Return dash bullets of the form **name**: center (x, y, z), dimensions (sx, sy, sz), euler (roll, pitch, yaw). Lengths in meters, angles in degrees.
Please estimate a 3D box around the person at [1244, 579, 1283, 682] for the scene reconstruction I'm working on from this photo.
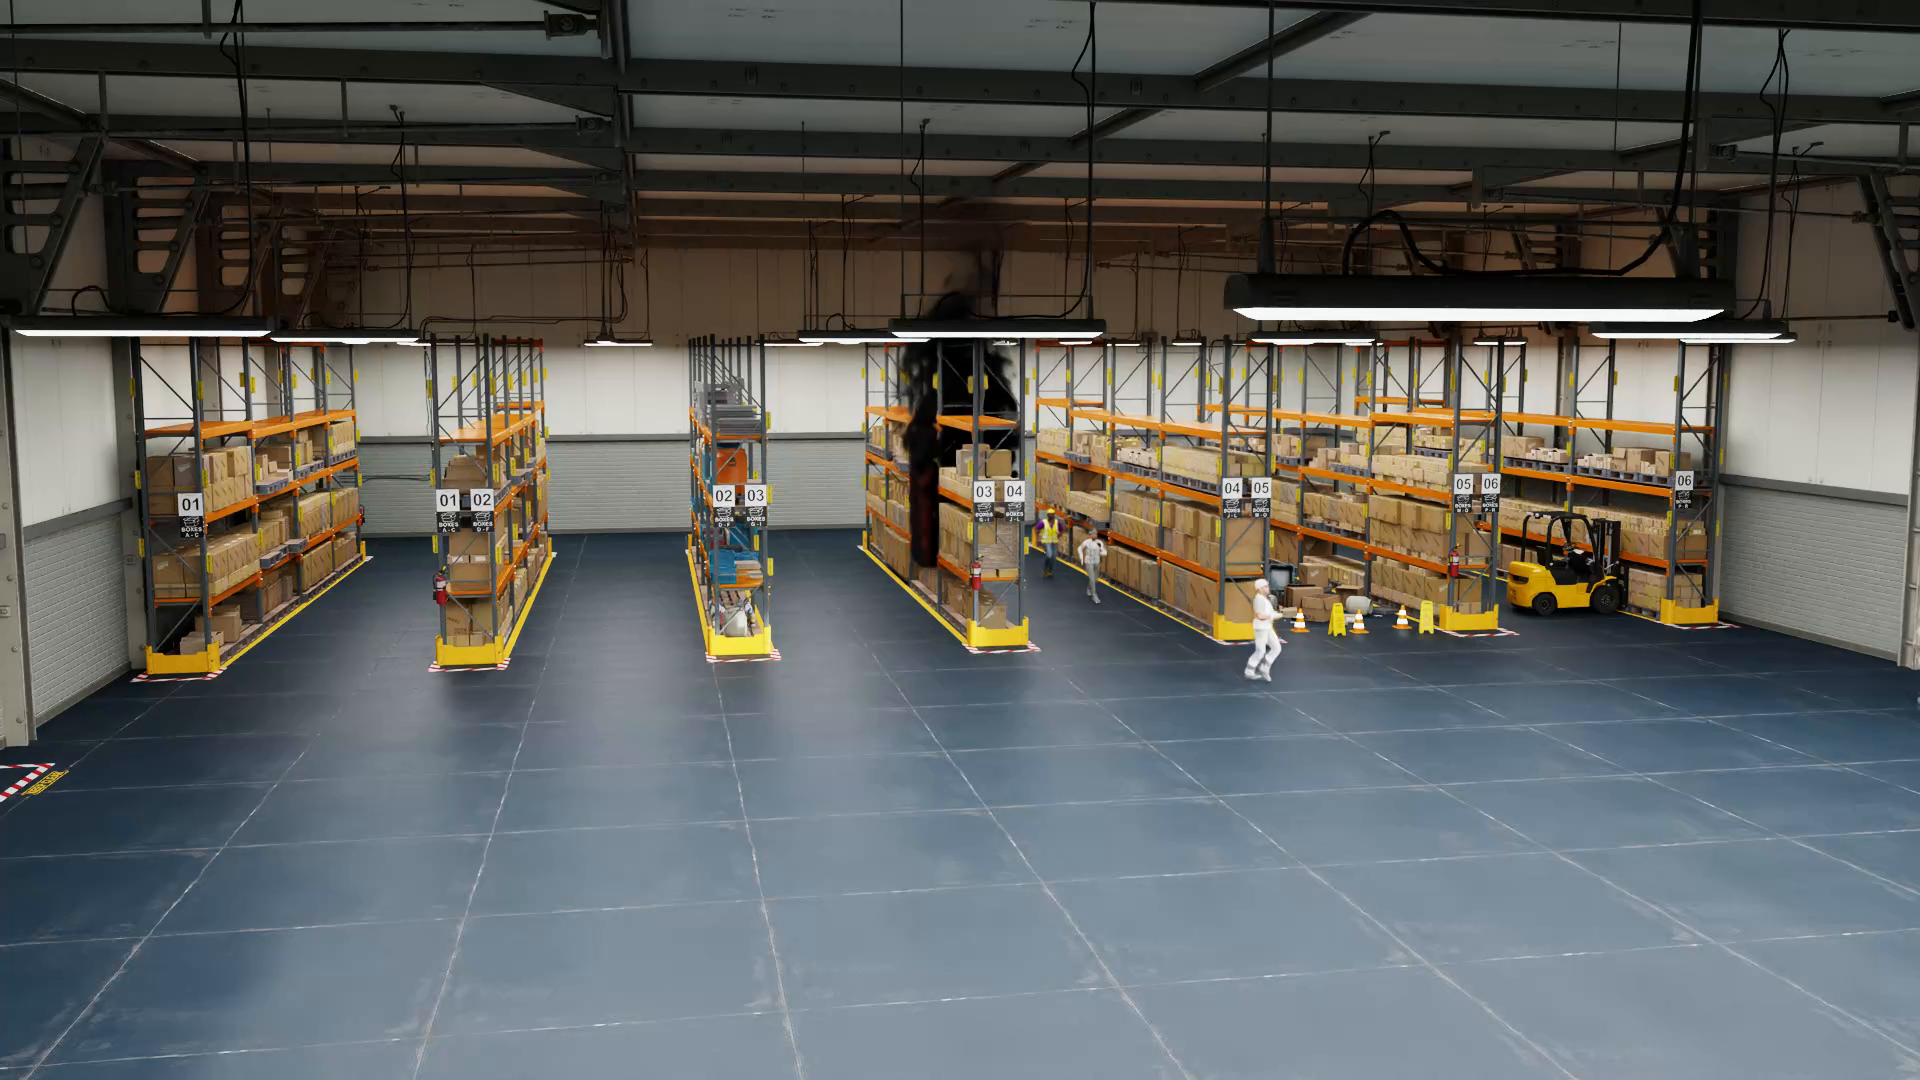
- **person**: center (5.250, 1.568, 28.609), dimensions (0.681, 1.809, 0.635), euler (3, 7, 27)

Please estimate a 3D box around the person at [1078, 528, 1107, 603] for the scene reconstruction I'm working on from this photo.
- **person**: center (3.016, 0.541, 37.752), dimensions (0.612, 1.677, 0.900), euler (-2, 7, -15)

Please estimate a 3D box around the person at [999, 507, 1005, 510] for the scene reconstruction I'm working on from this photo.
- **person**: center (1.104, -0.539, 47.291), dimensions (0.667, 1.705, 0.559), euler (-2, 7, -13)

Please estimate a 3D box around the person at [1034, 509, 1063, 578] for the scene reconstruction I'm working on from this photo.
- **person**: center (2.264, 0.086, 41.573), dimensions (0.676, 1.740, 0.673), euler (-2, 7, -16)
